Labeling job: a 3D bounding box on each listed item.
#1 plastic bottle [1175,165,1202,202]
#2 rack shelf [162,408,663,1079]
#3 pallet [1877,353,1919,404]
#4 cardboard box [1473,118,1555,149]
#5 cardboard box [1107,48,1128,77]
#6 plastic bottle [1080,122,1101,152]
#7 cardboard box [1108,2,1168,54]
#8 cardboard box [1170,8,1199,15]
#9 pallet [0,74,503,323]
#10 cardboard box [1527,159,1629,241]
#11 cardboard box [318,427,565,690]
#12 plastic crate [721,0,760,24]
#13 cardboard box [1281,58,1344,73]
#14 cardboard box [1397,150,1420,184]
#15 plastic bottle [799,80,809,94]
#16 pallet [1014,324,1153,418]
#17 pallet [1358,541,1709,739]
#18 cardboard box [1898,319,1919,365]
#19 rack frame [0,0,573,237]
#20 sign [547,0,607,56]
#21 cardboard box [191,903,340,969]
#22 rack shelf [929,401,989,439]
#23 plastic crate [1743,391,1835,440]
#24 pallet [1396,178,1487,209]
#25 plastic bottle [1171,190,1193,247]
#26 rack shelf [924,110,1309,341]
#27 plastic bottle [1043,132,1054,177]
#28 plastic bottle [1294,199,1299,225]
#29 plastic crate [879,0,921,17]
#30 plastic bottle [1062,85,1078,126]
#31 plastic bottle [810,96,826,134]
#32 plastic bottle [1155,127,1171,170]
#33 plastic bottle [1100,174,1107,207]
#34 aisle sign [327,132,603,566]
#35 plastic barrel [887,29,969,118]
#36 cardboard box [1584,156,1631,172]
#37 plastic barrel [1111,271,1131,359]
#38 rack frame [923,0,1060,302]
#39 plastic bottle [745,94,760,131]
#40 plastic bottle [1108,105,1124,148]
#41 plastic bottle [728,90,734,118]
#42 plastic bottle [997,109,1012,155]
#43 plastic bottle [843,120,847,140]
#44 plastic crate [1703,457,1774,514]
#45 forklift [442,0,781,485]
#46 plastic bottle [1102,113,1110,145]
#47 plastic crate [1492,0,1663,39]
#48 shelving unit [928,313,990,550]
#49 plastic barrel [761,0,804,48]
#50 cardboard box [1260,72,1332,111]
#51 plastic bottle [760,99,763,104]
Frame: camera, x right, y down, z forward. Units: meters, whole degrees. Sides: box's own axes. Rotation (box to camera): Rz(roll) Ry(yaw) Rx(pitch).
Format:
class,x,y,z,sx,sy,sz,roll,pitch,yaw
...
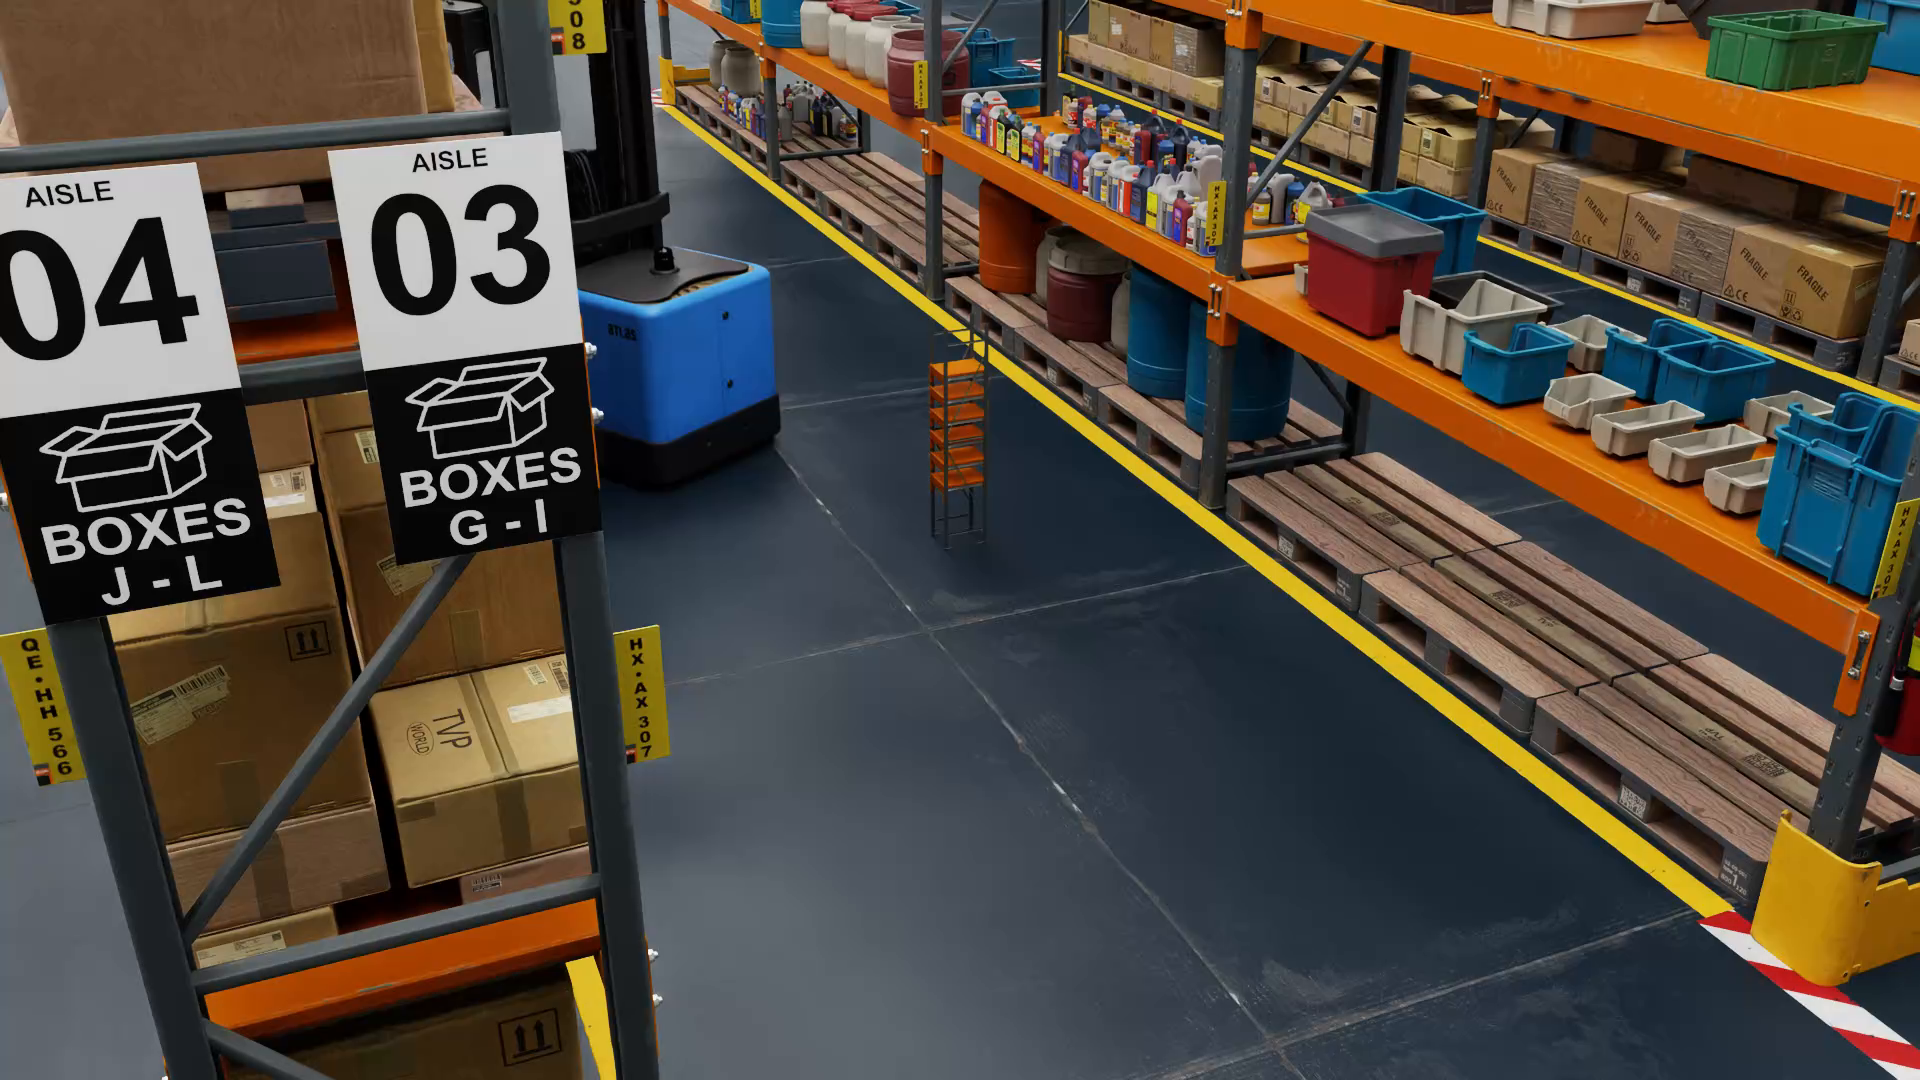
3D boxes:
class,x,y,z,sx,sy,sz,roll,pitch,yaw
plastic bottle,1.267,-1.931,9.343,0.144,0.351,0.185,-11,28,-21
rack shelf,-1.979,0.368,5.398,1.077,0.370,4.000,-11,28,-21
pallet,6.622,-0.933,10.420,1.003,0.211,1.213,-11,28,-21
cardboard box,4.853,-3.545,14.608,0.500,0.311,0.500,-10,28,-19
cardboard box,2.055,-5.603,19.462,0.500,0.250,0.500,-11,28,-21
plastic bottle,0.790,-2.432,10.368,0.144,0.351,0.185,-11,28,-21
cardboard box,2.066,-5.942,19.302,0.500,0.500,0.500,-11,28,-21
cardboard box,2.739,-5.829,19.071,0.500,0.500,0.500,-11,28,-21
pallet,-1.496,-0.754,3.557,1.003,0.211,1.213,-11,28,-21
cardboard box,4.913,-2.709,13.228,0.500,0.500,0.500,-12,28,-22
cardboard box,-1.331,0.007,4.294,0.500,0.500,0.500,-11,28,-22
plastic crate,-2.021,-5.177,16.103,0.499,0.251,0.616,-11,28,-21
cardboard box,3.644,-4.784,17.145,0.500,0.311,0.500,-11,28,-21
cardboard box,4.152,-3.409,14.969,0.500,0.250,0.500,-11,28,-21
plastic bottle,-1.585,-4.571,17.211,0.144,0.351,0.185,-9,28,-18
pallet,1.050,-1.173,10.911,1.003,0.211,1.213,-11,28,-21
pallet,2.601,0.423,7.644,1.003,0.211,1.213,-11,28,-21
cardboard box,6.320,-1.246,10.447,0.500,0.311,0.500,-11,28,-21
rack frame,-1.196,-1.844,2.270,1.000,3.000,0.127,-11,28,-21
sign,-0.683,-1.017,2.909,0.100,0.325,0.005,-11,28,-21
cardboard box,-1.638,0.878,3.820,0.380,0.149,0.250,-10,28,-20
rack shelf,-0.006,-0.613,8.466,0.258,0.103,0.180,-11,28,-21
plastic crate,3.253,-0.481,6.549,0.250,0.136,0.298,-11,28,-21
pallet,4.501,-3.164,14.990,1.003,0.211,1.213,-11,28,-21
plastic bottle,1.211,-1.750,9.049,0.061,0.283,0.133,-11,28,-21
rack shelf,1.012,-2.098,10.448,1.077,0.370,4.000,-11,28,-21
plastic bottle,0.573,-2.423,10.440,0.097,0.271,0.097,0,26,0
plastic bottle,1.930,-1.843,9.333,0.097,0.201,0.097,0,26,0
plastic crate,-0.619,-4.444,14.452,0.392,0.384,0.575,-11,28,-21
plastic bottle,0.780,-3.086,11.785,0.061,0.283,0.133,-11,28,-21
plastic bottle,-1.405,-4.223,16.498,0.144,0.351,0.185,-11,28,-21
plastic bottle,1.296,-2.486,10.555,0.061,0.283,0.133,-11,28,-21
plastic bottle,0.880,-2.076,9.809,0.097,0.201,0.097,0,26,0
aisle sign,-0.891,-0.339,3.062,0.394,0.787,0.004,-11,28,-21
plastic barrel,-0.232,-3.425,12.191,0.600,0.536,0.708,-11,28,-21
cardboard box,5.370,-2.815,13.445,0.500,0.500,0.500,-9,28,-19
plastic barrel,1.182,-1.436,10.630,0.421,0.512,0.421,0,26,0
rack frame,0.229,-3.229,11.944,1.000,3.000,0.127,-11,28,-21
plastic bottle,-2.057,-4.269,16.593,0.144,0.351,0.185,-11,28,-21
plastic bottle,1.051,-2.781,11.173,0.097,0.271,0.097,0,26,0
plastic bottle,-2.347,-4.506,17.168,0.097,0.271,0.097,0,26,0
plastic bottle,0.292,-2.697,10.988,0.061,0.283,0.133,-11,28,-21
plastic bottle,-1.099,-4.029,16.270,0.097,0.201,0.097,0,26,0
plastic crate,2.876,-0.206,5.984,0.396,0.136,0.243,-11,28,-21
forklift,-2.566,-2.117,9.745,3.031,2.935,1.130,17,31,31
plastic bottle,1.013,-2.789,11.269,0.097,0.201,0.097,0,26,0
plastic crate,2.324,-2.020,6.350,0.437,0.136,0.530,-11,28,-21
shelving unit,-0.006,-0.545,8.499,0.258,1.200,0.189,-11,28,-21
plastic barrel,-1.465,-4.861,14.715,0.600,0.901,0.708,-11,28,-21
cardboard box,3.345,-4.485,16.534,0.500,0.311,0.500,-11,28,-21
plastic bottle,-1.973,-4.267,16.665,0.061,0.283,0.133,-11,28,-21
